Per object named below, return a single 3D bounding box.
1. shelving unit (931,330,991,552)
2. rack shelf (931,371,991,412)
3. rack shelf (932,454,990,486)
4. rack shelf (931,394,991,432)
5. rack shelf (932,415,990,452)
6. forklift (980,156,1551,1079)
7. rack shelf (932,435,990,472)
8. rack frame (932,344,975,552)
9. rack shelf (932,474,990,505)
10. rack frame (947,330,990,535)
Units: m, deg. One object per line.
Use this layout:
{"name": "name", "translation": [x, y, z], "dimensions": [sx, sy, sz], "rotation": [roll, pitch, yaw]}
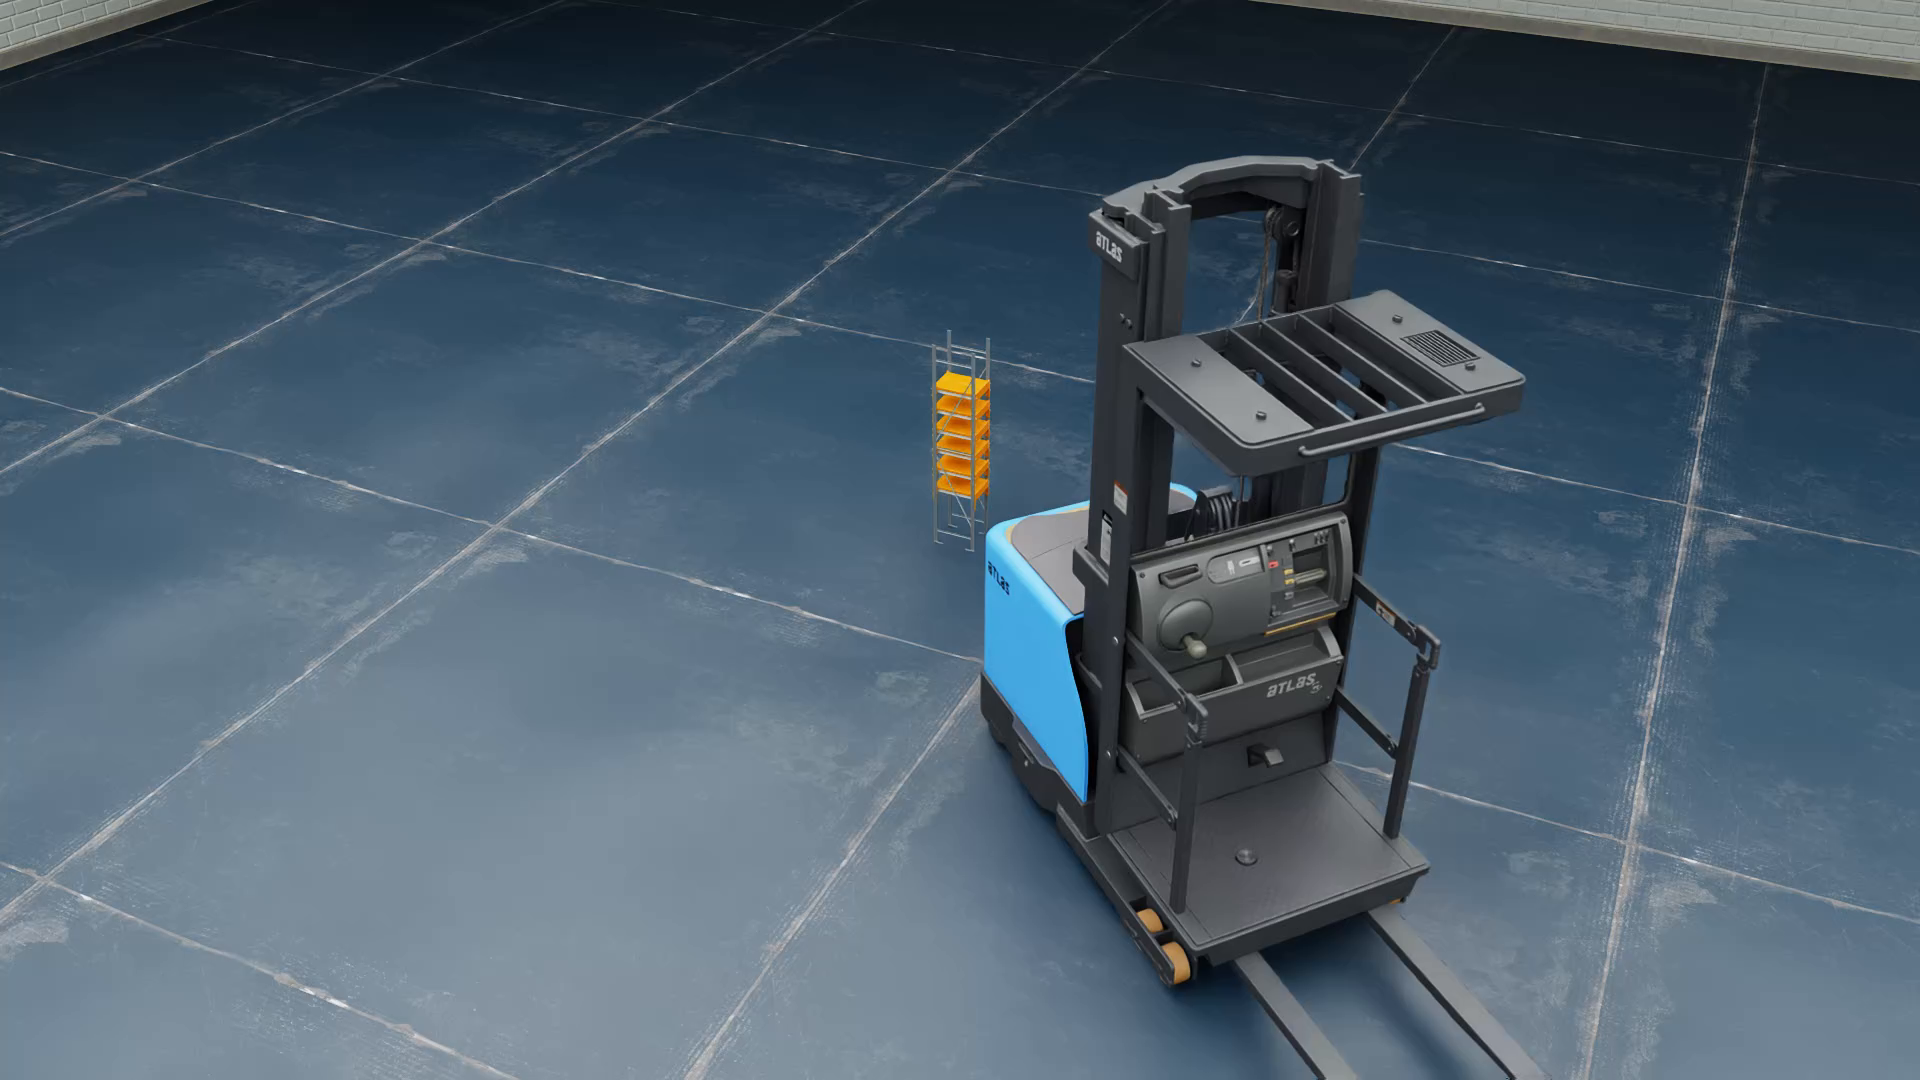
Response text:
{"name": "shelving unit", "translation": [0.006, -0.509, 8.800], "dimensions": [0.258, 1.200, 0.189], "rotation": [14, 36, 20]}
{"name": "rack shelf", "translation": [0.006, -0.773, 8.627], "dimensions": [0.258, 0.103, 0.180], "rotation": [14, 36, 20]}
{"name": "rack shelf", "translation": [0.006, -0.371, 8.891], "dimensions": [0.258, 0.103, 0.180], "rotation": [14, 36, 20]}
{"name": "rack shelf", "translation": [0.006, -0.673, 8.693], "dimensions": [0.258, 0.103, 0.180], "rotation": [14, 36, 20]}
{"name": "rack shelf", "translation": [0.006, -0.572, 8.759], "dimensions": [0.258, 0.103, 0.180], "rotation": [14, 36, 20]}
{"name": "forklift", "translation": [1.164, 0.234, 6.088], "dimensions": [1.130, 2.935, 3.031], "rotation": [-14, 36, -20]}
{"name": "rack shelf", "translation": [0.006, -0.472, 8.825], "dimensions": [0.258, 0.103, 0.180], "rotation": [14, 36, 20]}
{"name": "rack frame", "translation": [-0.032, -0.463, 8.731], "dimensions": [0.240, 1.200, 0.006], "rotation": [14, 36, 20]}
{"name": "rack shelf", "translation": [0.006, -0.271, 8.956], "dimensions": [0.258, 0.103, 0.180], "rotation": [14, 36, 20]}
{"name": "rack frame", "translation": [0.044, -0.555, 8.870], "dimensions": [0.240, 1.200, 0.006], "rotation": [14, 36, 20]}
